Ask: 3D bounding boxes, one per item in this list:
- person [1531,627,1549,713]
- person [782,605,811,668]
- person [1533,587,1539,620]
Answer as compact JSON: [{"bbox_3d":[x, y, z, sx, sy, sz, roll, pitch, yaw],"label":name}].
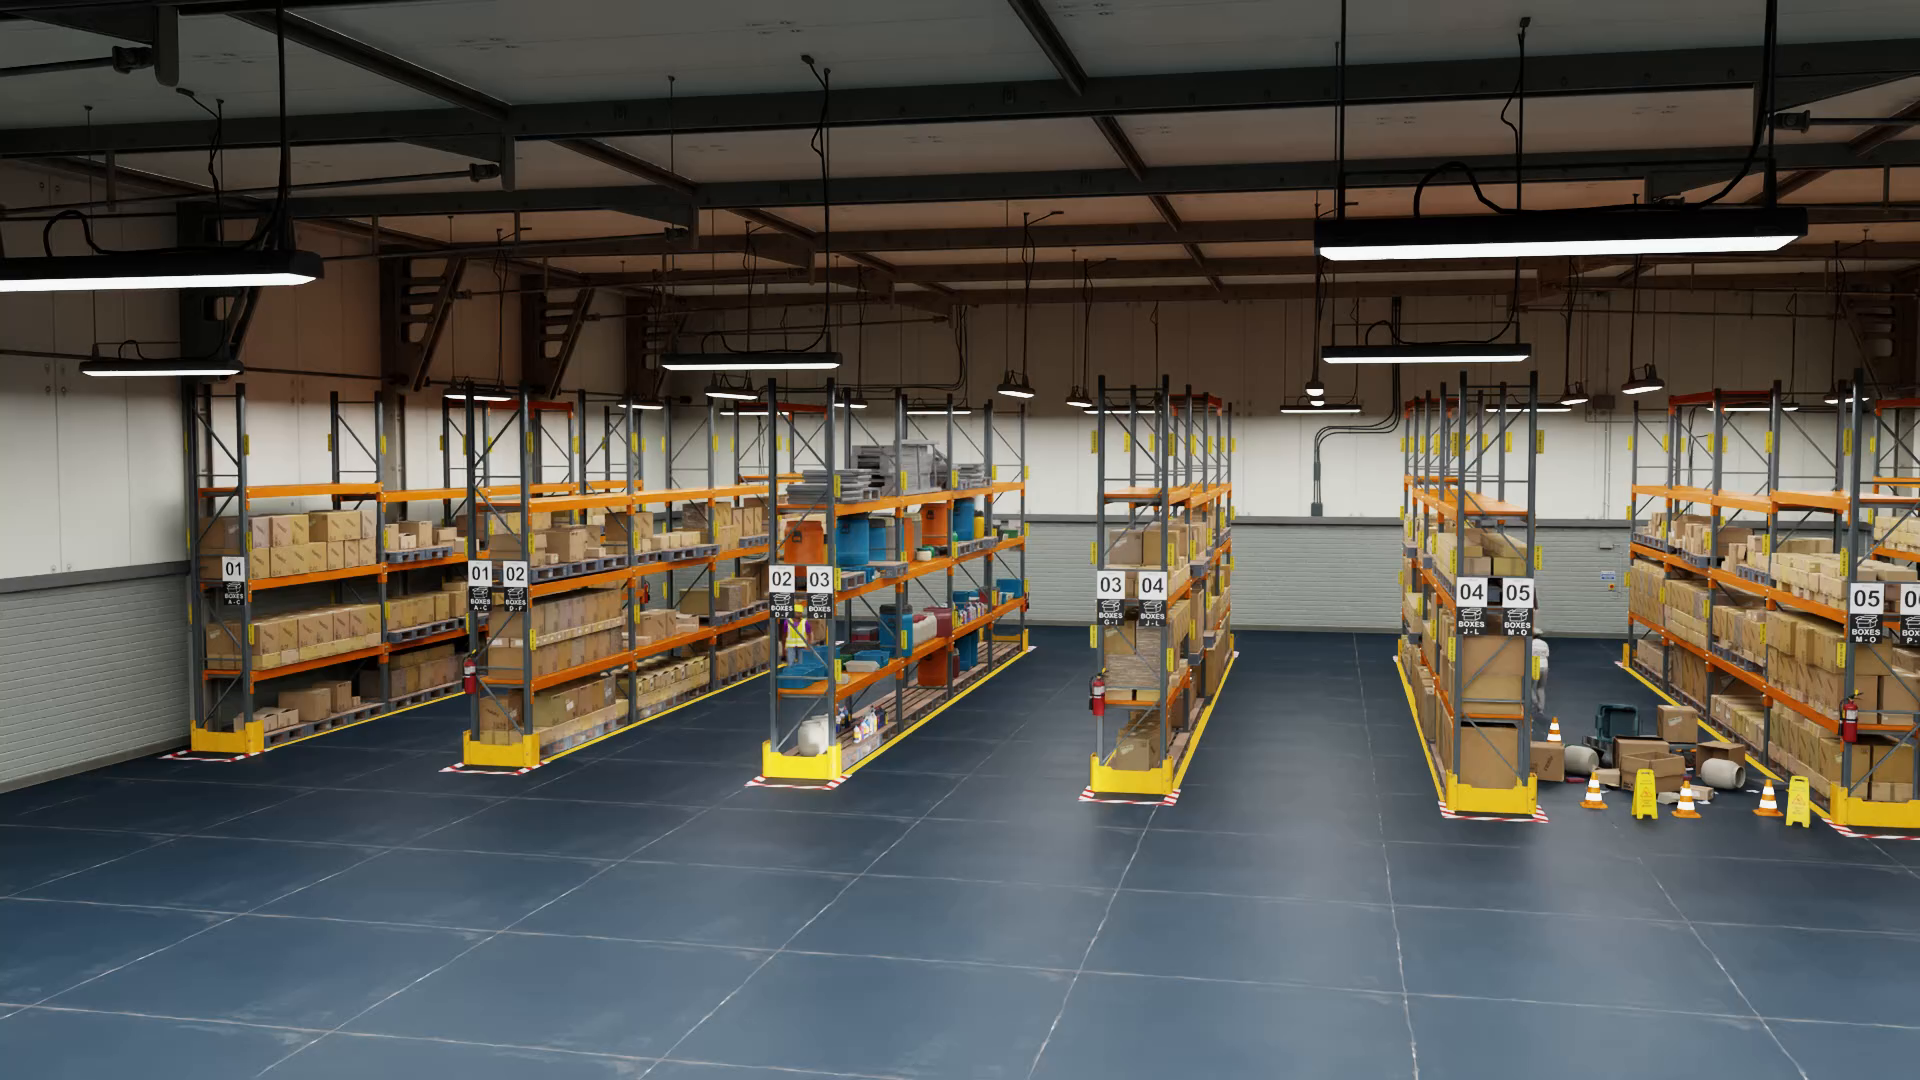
[{"bbox_3d":[10.806,2.432,31.220,0.523,1.579,0.704,0,3,5],"label":"person"},{"bbox_3d":[-3.290,2.213,33.558,0.593,1.783,0.688,0,3,-8],"label":"person"},{"bbox_3d":[14.111,1.754,41.469,0.617,1.754,1.019,-2,4,-25],"label":"person"}]
